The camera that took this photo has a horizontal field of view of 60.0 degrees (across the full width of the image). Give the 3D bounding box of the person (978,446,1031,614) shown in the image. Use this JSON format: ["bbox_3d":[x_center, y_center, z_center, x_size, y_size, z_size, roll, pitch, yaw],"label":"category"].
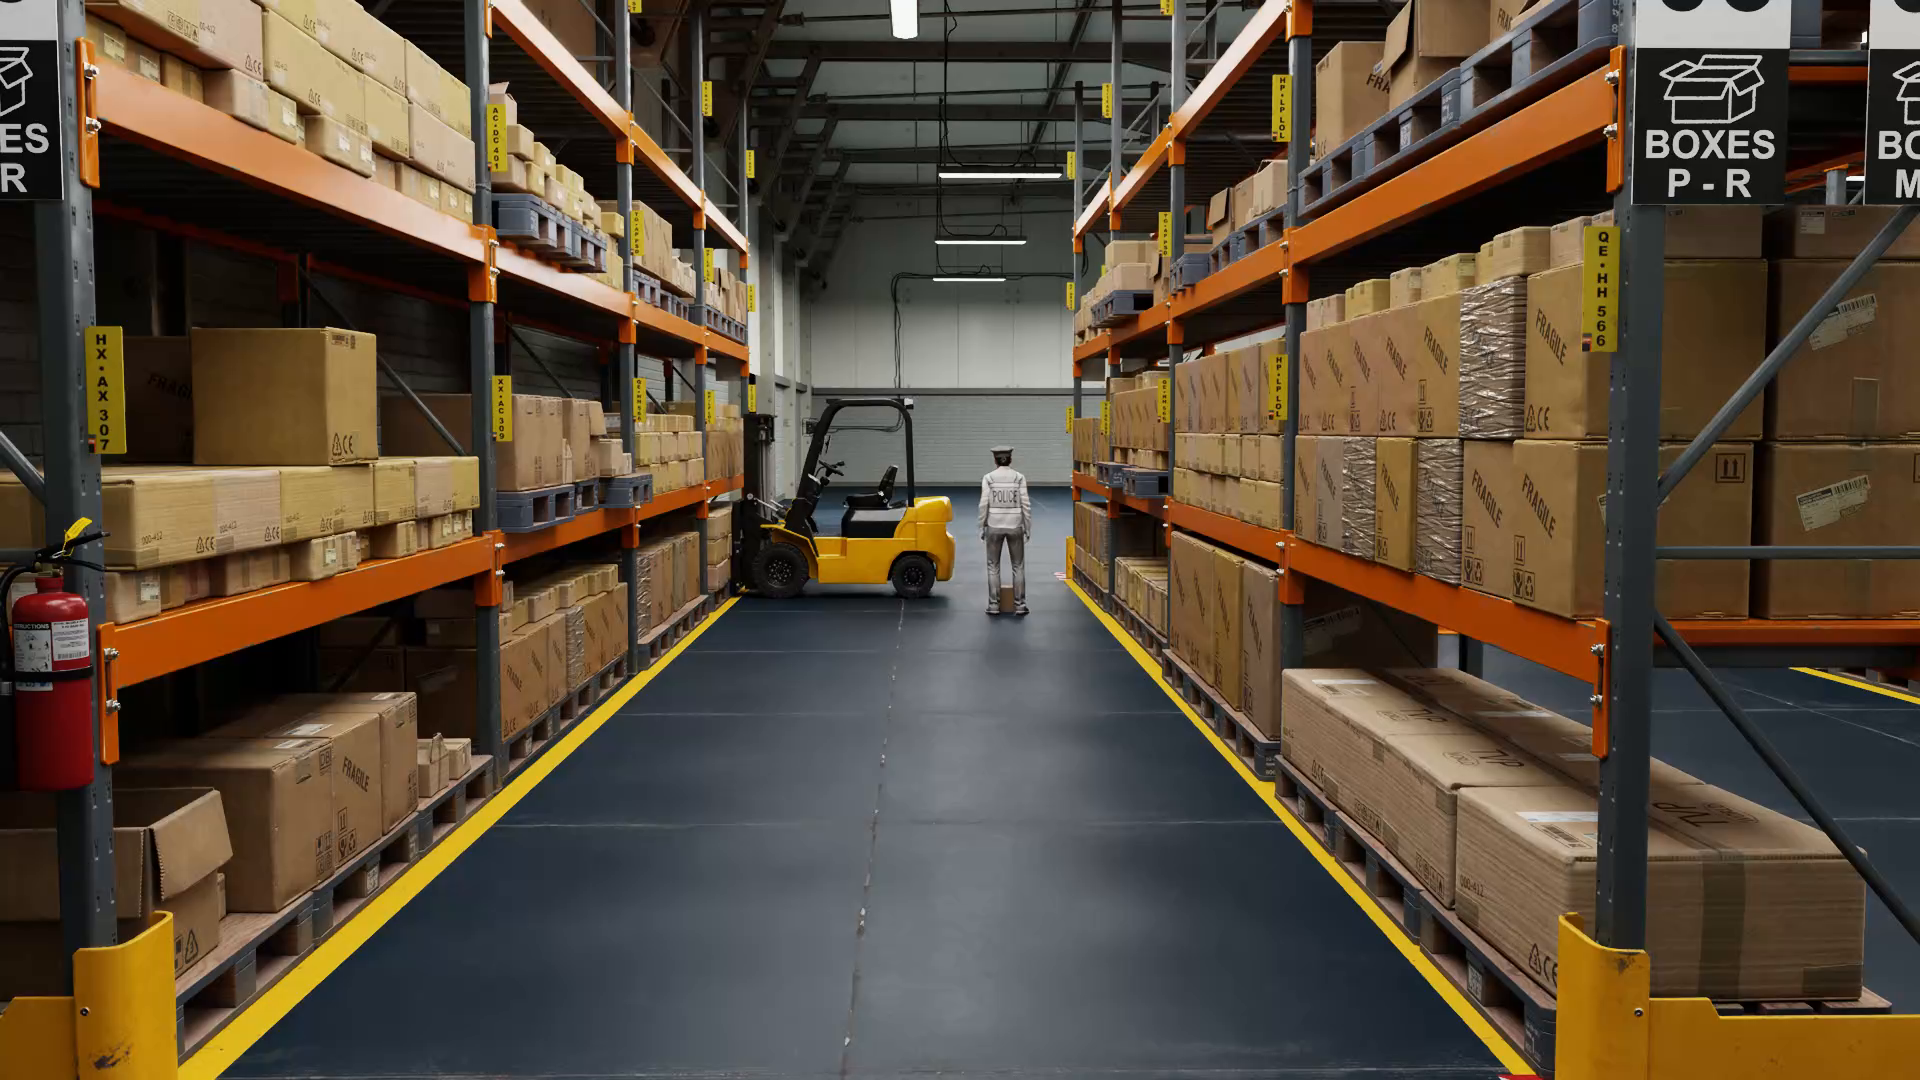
[{"bbox_3d":[0.442,-0.097,16.419,0.525,1.662,0.374,0,4,-2],"label":"person"}]
